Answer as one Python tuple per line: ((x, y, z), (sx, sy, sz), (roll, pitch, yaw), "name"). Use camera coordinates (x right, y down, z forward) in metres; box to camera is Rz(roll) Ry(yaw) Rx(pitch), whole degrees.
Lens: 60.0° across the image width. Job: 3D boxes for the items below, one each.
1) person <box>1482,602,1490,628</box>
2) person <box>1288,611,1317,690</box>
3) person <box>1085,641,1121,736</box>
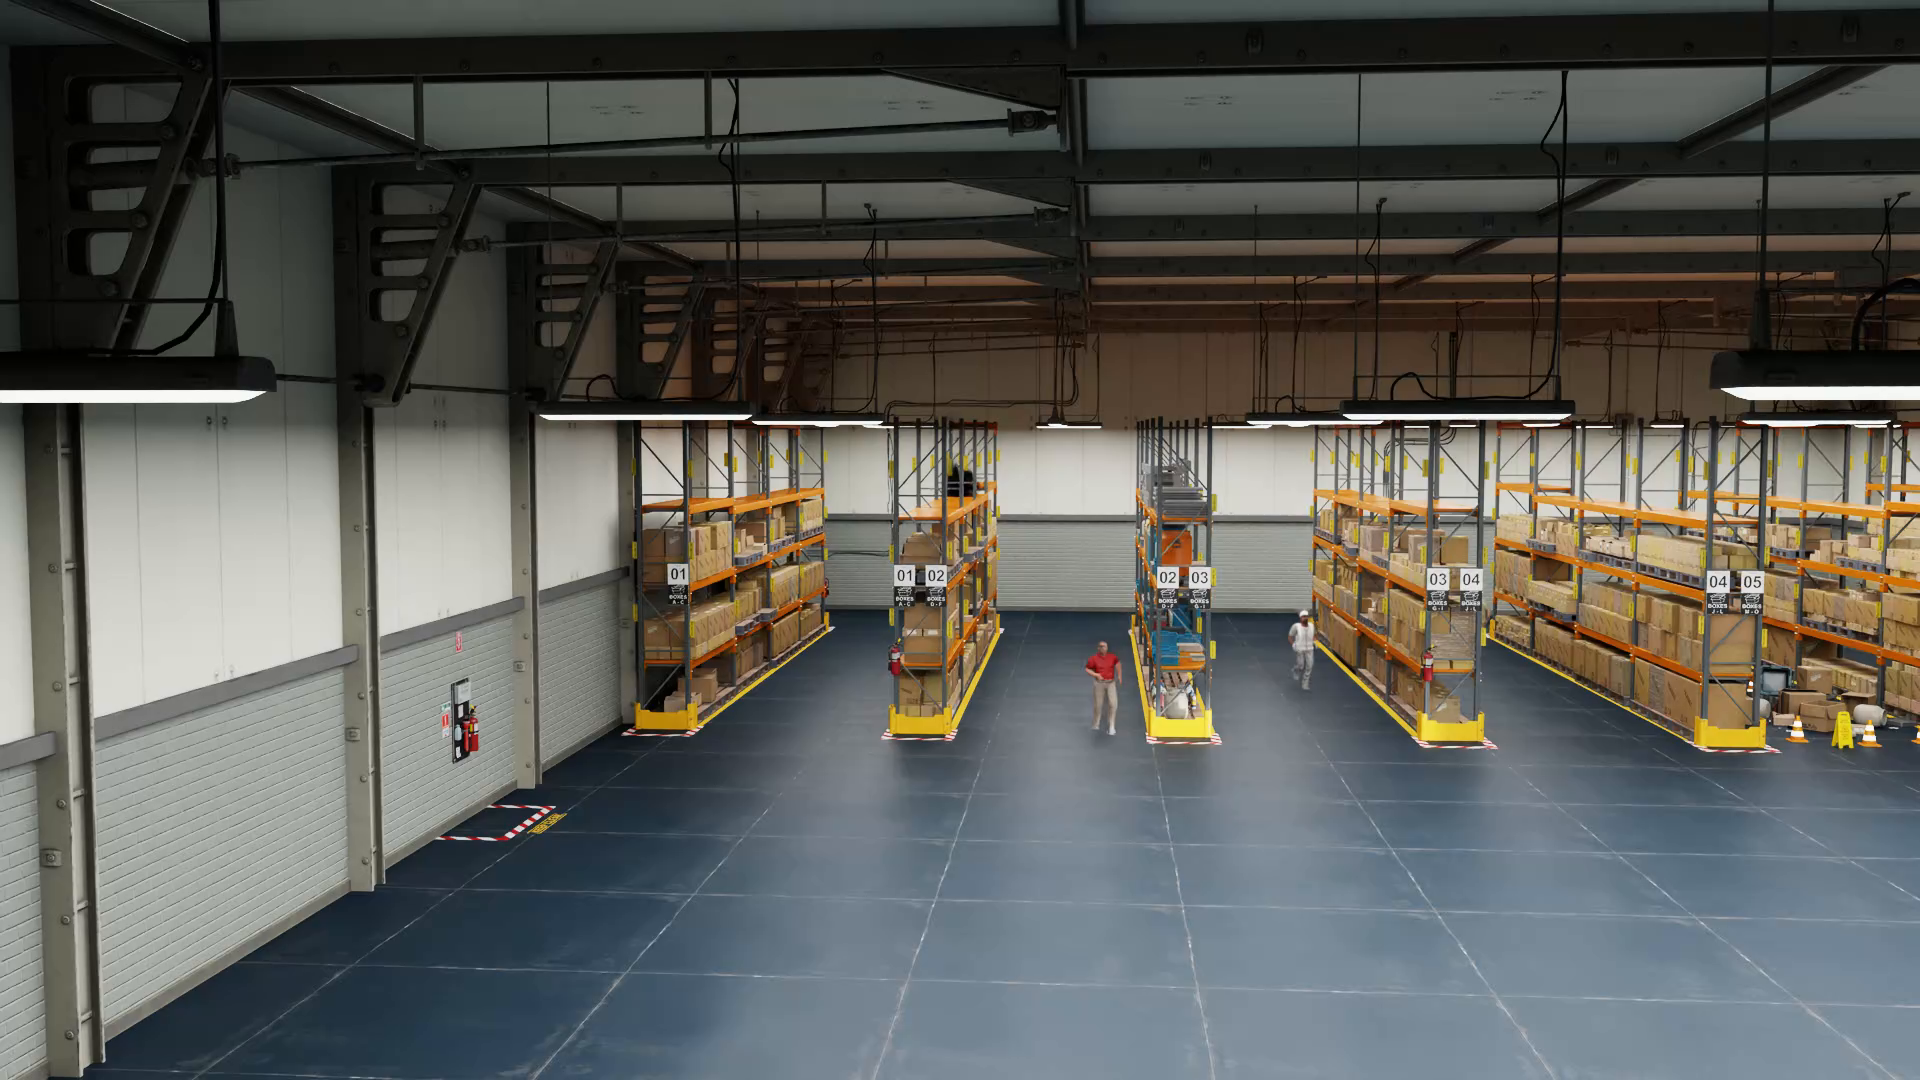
((13.212, 2.146, 42.425), (0.580, 1.636, 0.547), (1, 4, 12), "person")
((7.652, 2.441, 37.016), (0.683, 1.743, 0.689), (-1, 4, -8), "person")
((2.725, 2.806, 31.584), (0.706, 1.793, 0.706), (0, 4, -5), "person")
